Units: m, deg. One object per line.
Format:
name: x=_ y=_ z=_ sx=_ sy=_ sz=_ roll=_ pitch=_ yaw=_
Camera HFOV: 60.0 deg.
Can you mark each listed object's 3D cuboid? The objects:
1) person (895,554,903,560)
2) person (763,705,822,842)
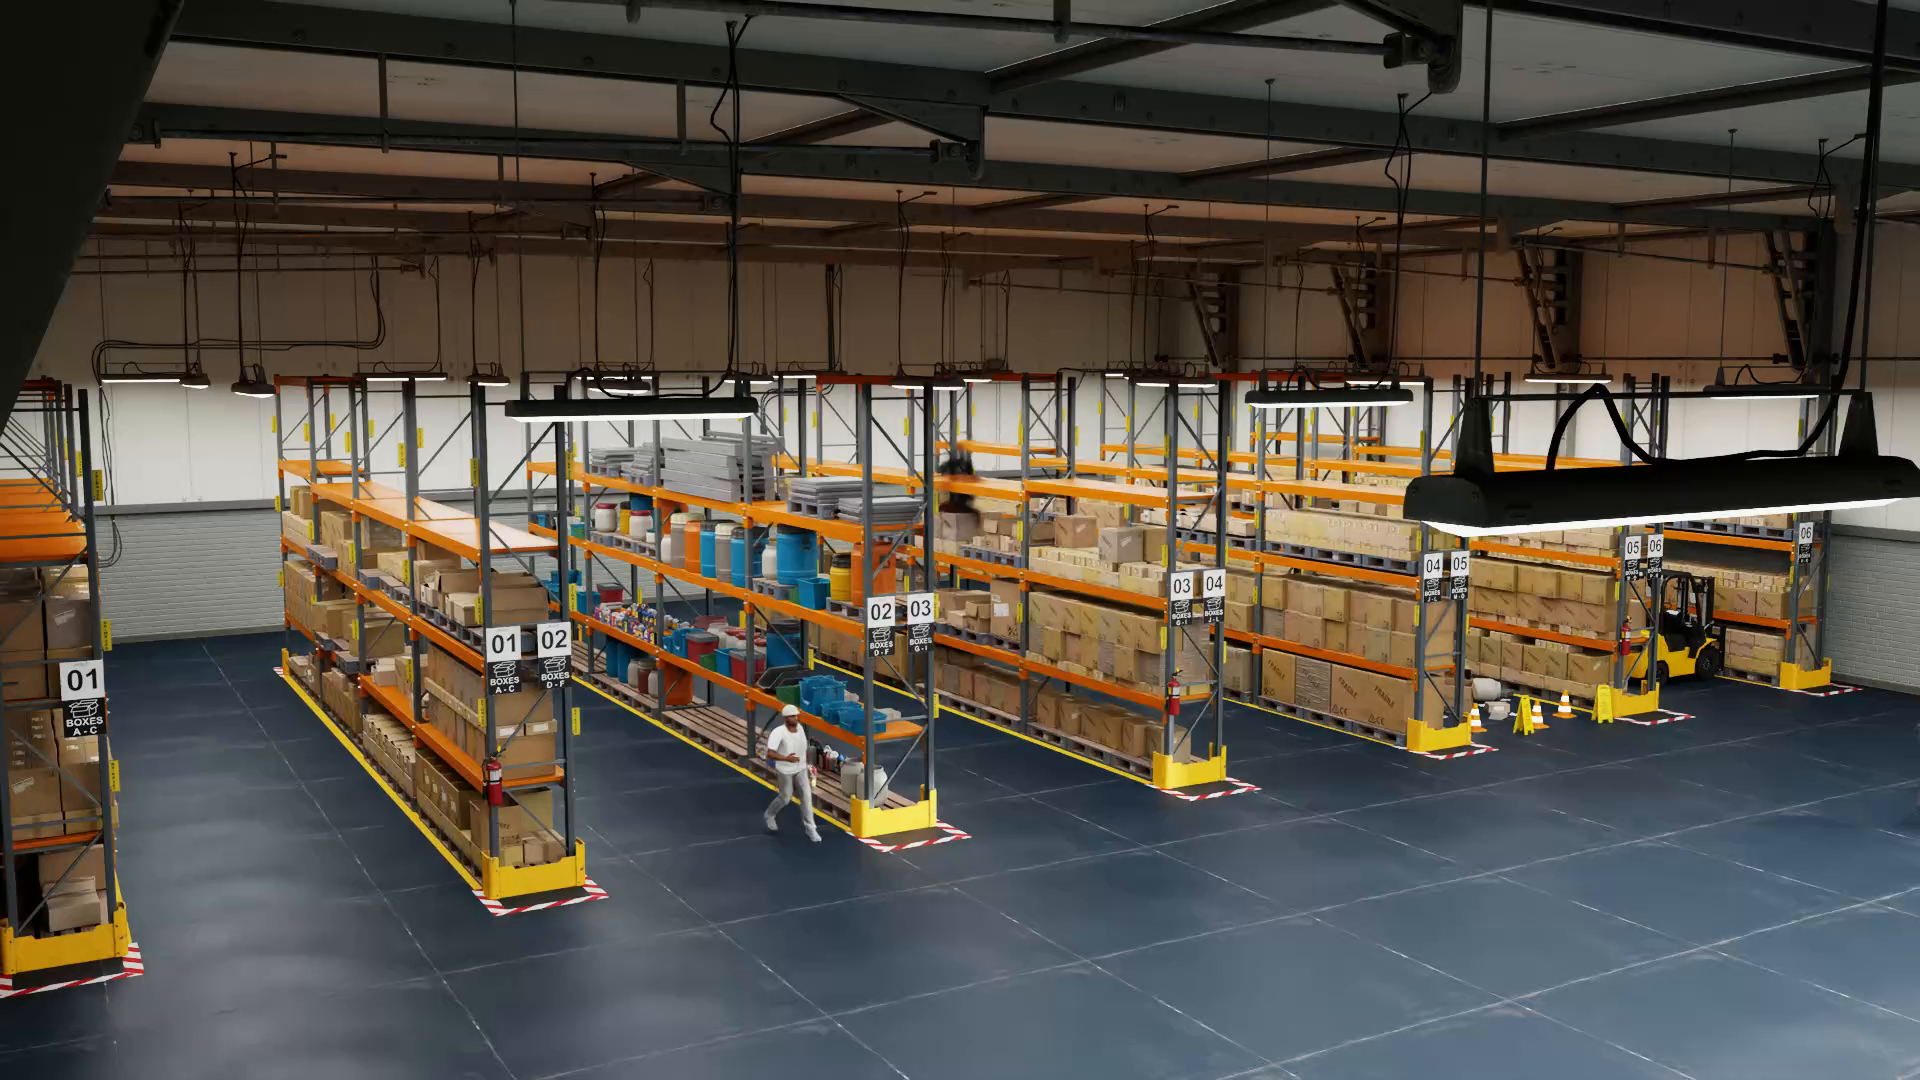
person: x=-1.525 y=1.162 z=39.740 sx=0.822 sy=1.674 sz=0.557 roll=-1 pitch=6 yaw=-13
person: x=-2.244 y=3.051 z=21.935 sx=0.744 sy=1.800 sz=0.902 roll=-6 pitch=9 yaw=-44
